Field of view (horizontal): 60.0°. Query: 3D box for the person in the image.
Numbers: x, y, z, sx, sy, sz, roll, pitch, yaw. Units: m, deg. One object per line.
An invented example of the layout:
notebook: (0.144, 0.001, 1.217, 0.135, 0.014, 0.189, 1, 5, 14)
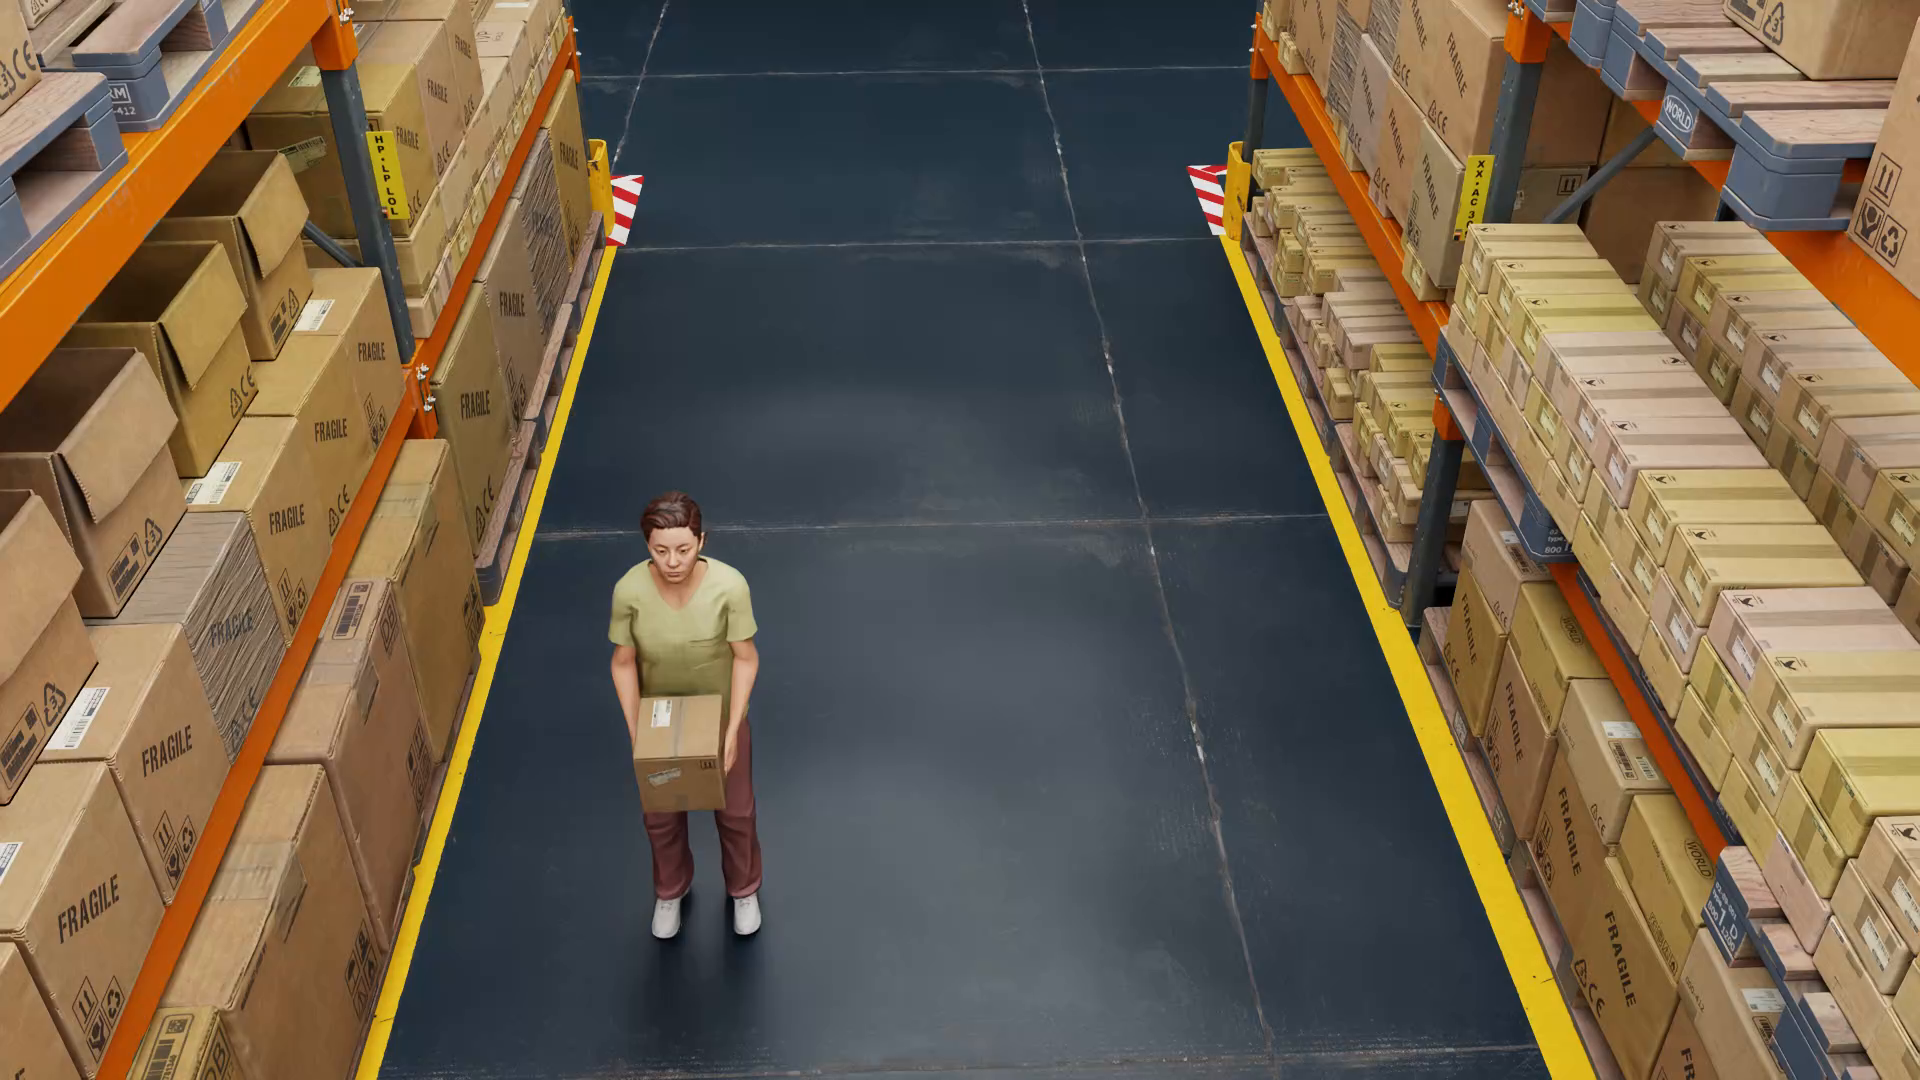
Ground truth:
person: (-0.854, 0.605, 5.293, 0.462, 1.674, 0.484, -2, 35, -3)
